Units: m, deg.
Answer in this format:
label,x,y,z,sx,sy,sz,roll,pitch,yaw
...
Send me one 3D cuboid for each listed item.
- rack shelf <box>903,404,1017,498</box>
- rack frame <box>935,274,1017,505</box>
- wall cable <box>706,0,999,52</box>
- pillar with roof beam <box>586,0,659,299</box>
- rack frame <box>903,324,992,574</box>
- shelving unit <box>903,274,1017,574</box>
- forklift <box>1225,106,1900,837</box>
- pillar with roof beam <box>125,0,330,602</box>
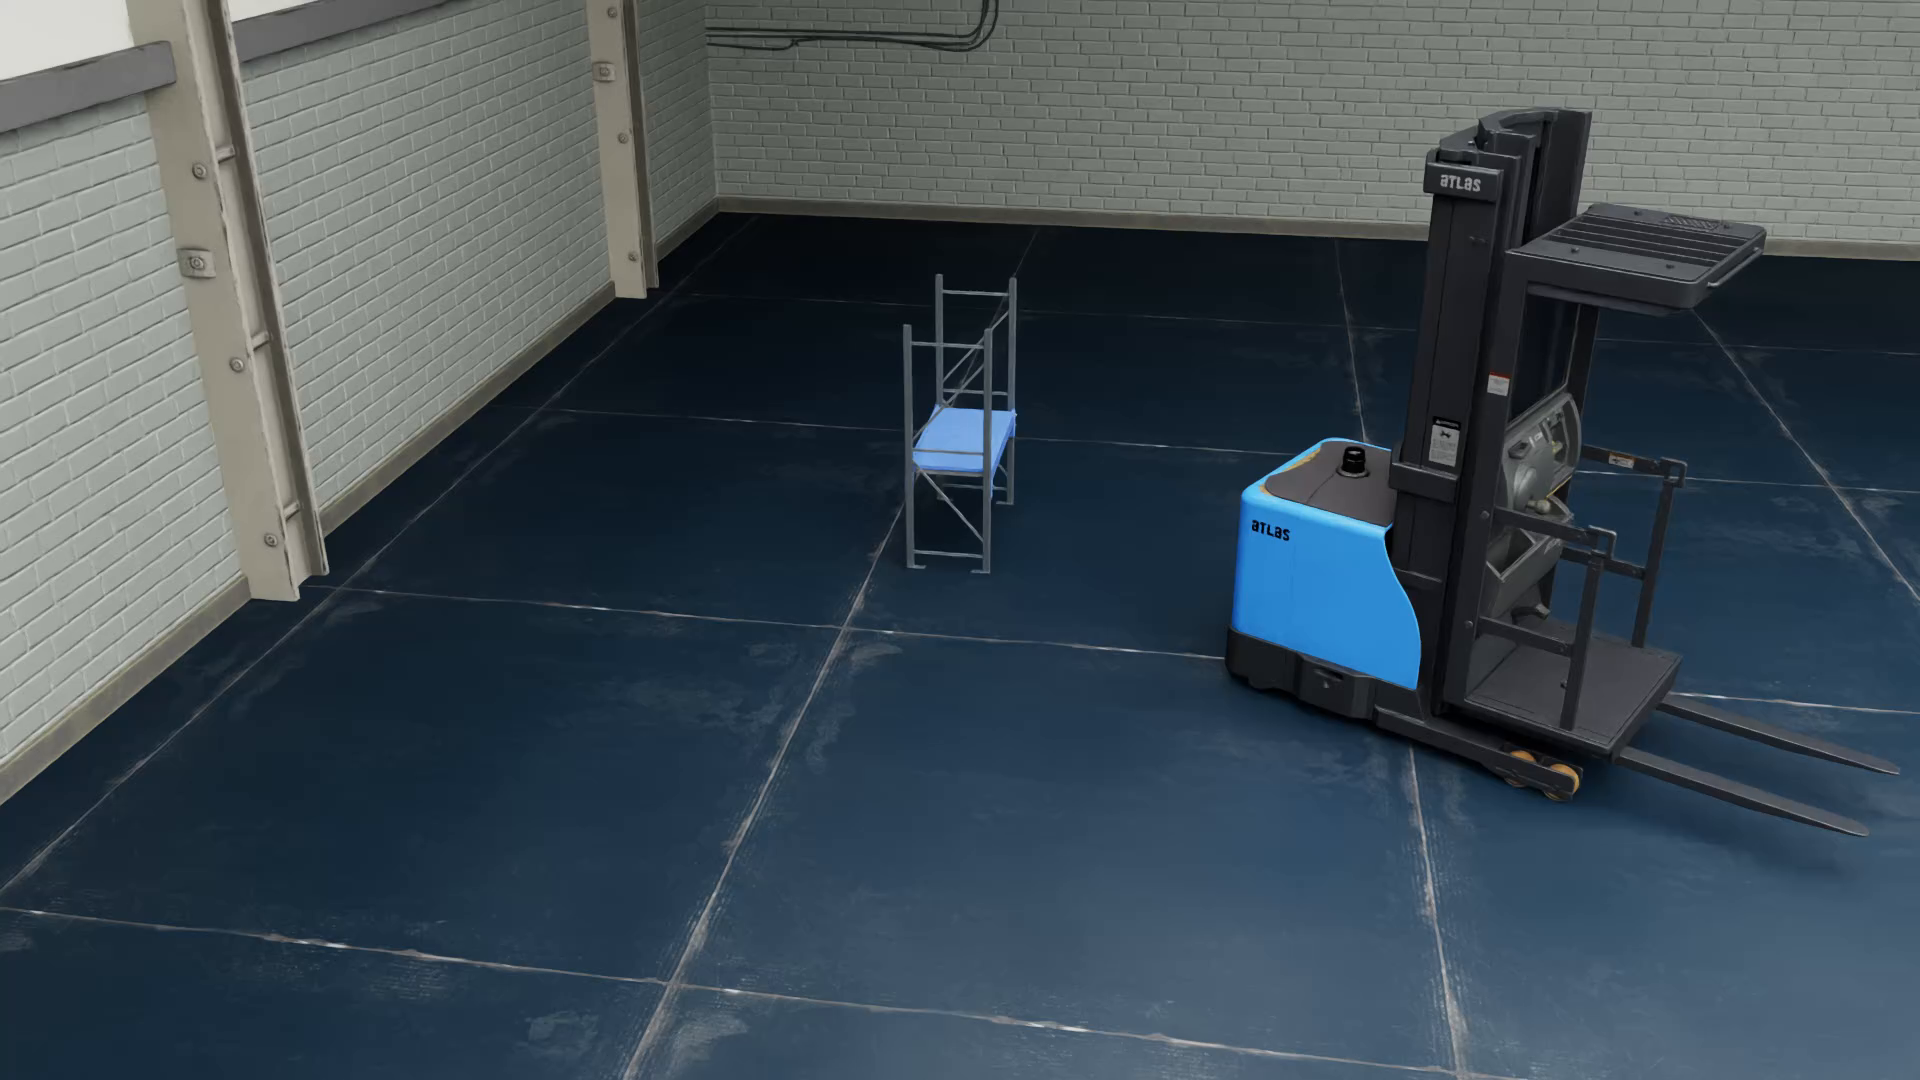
label,x,y,z,sx,sy,sz,roll,pitch,yaw
rack shelf,0.014,-0.552,10.085,0.538,0.185,1.000,4,25,9
rack frame,0.097,-0.928,10.462,0.500,1.500,0.032,4,25,9
wall cable,-1.149,-6.061,16.246,3.097,2.526,0.112,4,25,9
pillar with roof beam,1.313,-6.028,12.514,9.100,9.000,0.400,4,25,9
rack frame,-0.069,-0.502,9.554,0.500,1.500,0.032,4,25,9
shelving unit,0.014,-0.715,10.008,0.538,1.500,1.048,4,25,9
forklift,2.856,-0.377,7.599,3.031,2.935,1.130,18,31,34
pillar with roof beam,0.332,-3.519,7.153,9.100,9.000,0.400,4,25,9
